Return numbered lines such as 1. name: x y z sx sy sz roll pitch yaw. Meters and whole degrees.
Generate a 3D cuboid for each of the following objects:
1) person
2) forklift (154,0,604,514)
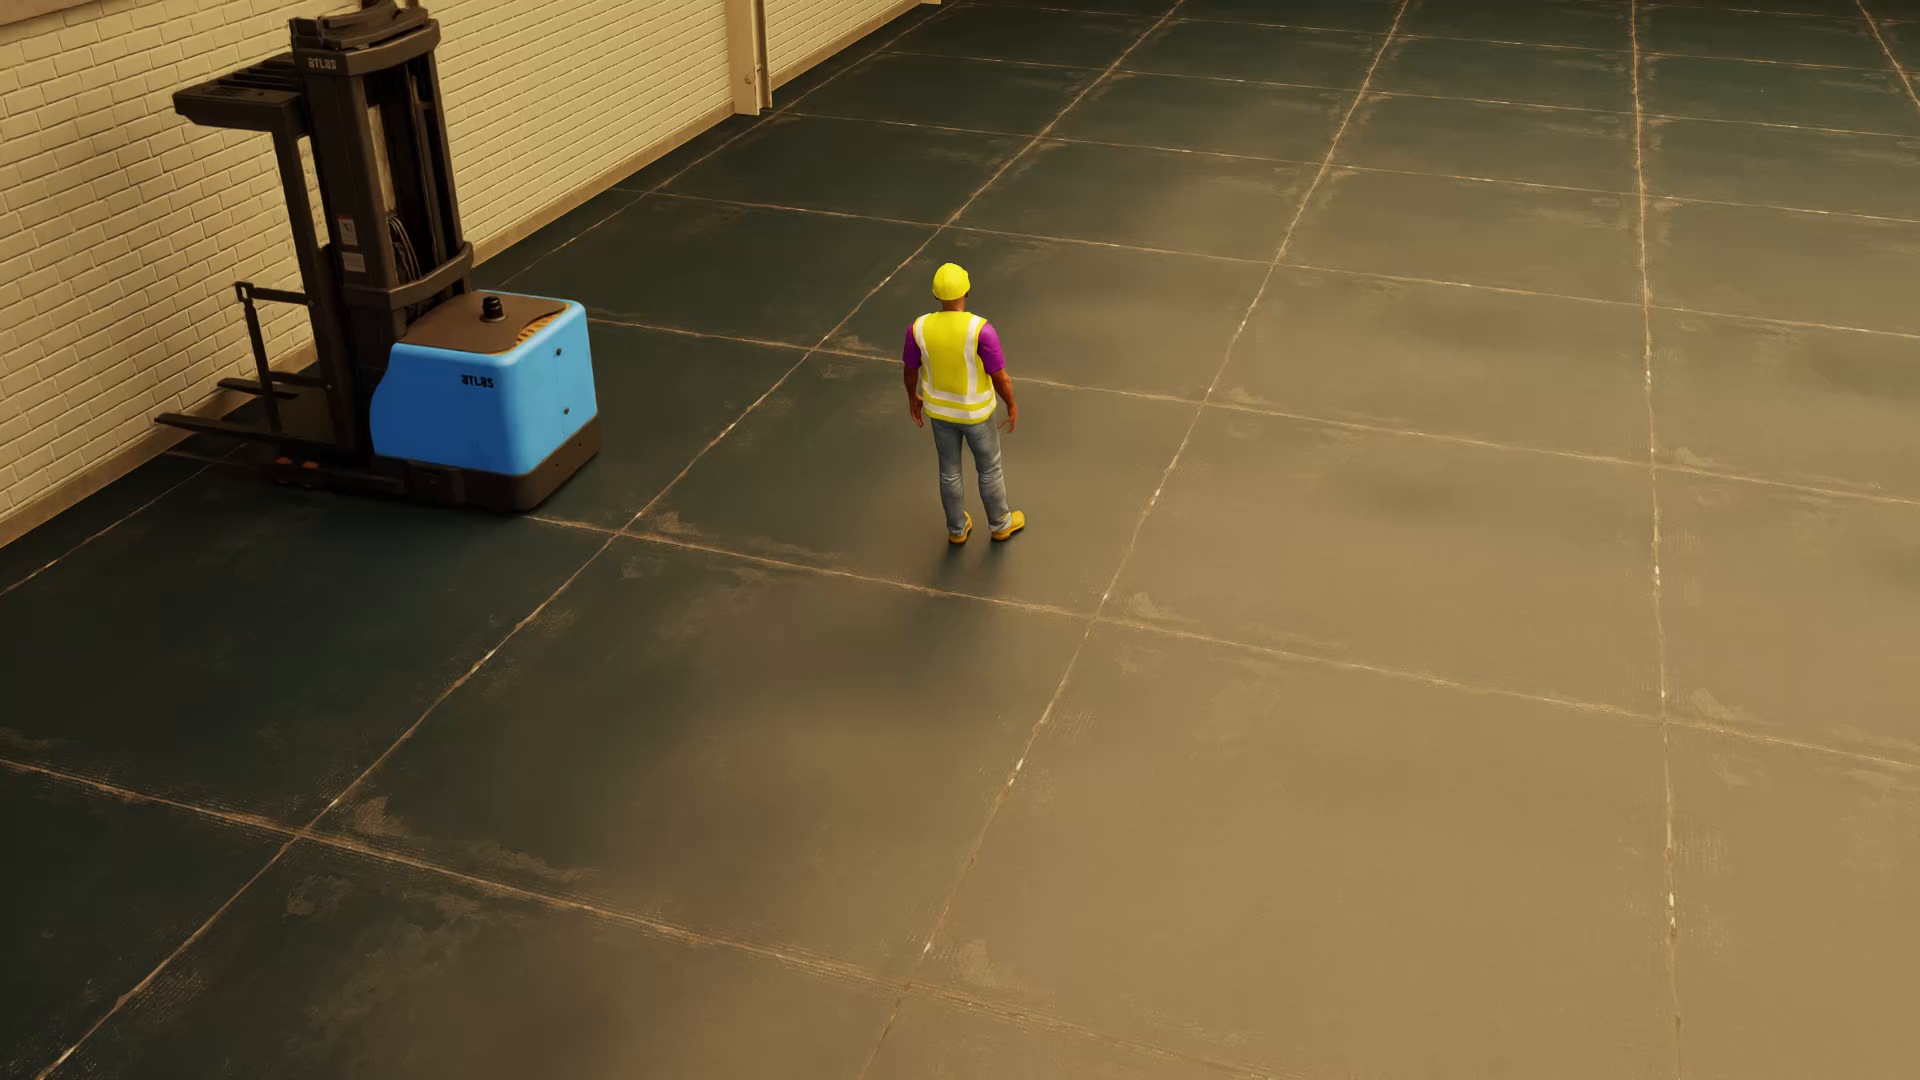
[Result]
1. person: 0.027 -0.805 9.712 0.666 1.768 0.575 10 31 16
2. forklift: -3.947 -1.849 10.380 3.031 2.935 1.130 9 31 15
